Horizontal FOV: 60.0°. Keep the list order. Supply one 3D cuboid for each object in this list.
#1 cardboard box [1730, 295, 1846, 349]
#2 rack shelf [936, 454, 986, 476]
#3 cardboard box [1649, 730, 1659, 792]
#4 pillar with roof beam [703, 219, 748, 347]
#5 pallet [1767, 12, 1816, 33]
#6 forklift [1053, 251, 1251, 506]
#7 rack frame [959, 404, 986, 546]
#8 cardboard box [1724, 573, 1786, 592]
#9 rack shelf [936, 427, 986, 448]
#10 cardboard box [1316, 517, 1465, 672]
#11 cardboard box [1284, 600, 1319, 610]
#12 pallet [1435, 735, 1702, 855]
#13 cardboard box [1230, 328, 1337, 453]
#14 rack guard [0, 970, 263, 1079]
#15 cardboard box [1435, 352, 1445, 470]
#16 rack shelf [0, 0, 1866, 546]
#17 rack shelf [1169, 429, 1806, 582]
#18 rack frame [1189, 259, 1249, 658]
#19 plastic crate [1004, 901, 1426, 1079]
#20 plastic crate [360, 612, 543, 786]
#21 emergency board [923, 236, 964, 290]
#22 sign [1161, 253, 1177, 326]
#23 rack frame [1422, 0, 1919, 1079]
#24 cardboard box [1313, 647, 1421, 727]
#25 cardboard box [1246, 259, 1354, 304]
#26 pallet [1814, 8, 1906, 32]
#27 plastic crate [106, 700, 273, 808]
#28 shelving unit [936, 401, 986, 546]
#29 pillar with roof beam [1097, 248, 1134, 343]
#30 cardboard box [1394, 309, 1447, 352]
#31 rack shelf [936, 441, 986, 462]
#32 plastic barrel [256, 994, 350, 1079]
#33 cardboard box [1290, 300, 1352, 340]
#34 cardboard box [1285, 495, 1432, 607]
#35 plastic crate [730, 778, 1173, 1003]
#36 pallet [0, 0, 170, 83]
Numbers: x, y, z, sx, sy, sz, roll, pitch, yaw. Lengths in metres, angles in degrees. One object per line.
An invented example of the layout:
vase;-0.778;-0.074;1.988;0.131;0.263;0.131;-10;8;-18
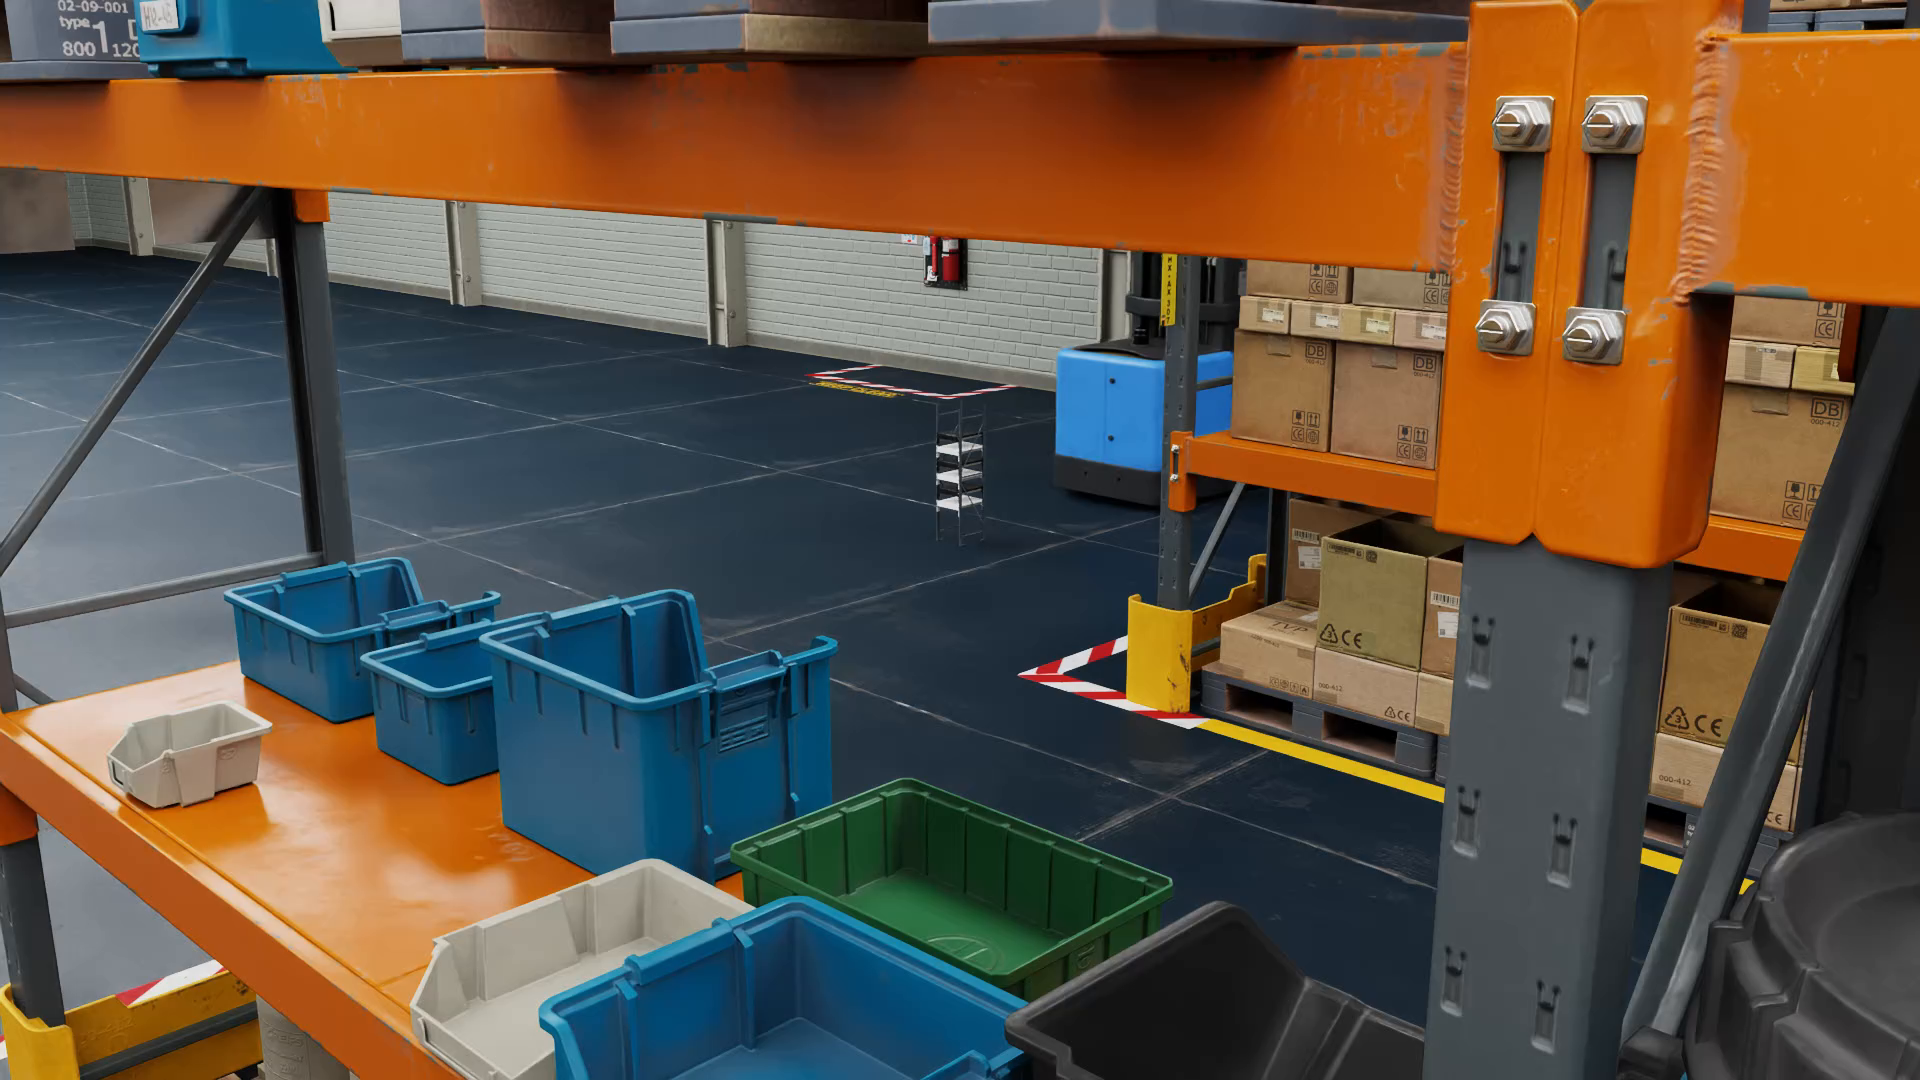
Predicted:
cardboard box;3.150;-0.990;6.009;0.500;0.500;0.700;14;20;42
rack shelf;0.006;-0.489;10.799;0.200;0.077;0.258;14;20;42
cardboard box;2.630;0.764;6.673;0.500;0.250;0.500;14;20;42
pillar with roof beam;-5.767;-5.917;15.794;0.400;9.000;9.100;14;20;42
pallet;2.693;-1.828;6.224;1.213;0.211;1.003;14;20;42
forklift;2.070;-1.935;12.547;1.130;2.935;3.031;14;20;42
rack frame;0.079;-0.416;10.745;0.006;0.900;0.240;14;20;42
cardboard box;3.362;0.391;6.617;0.500;0.500;0.500;14;20;42
rack shelf;0.006;-0.663;10.753;0.200;0.077;0.258;14;20;42
cardboard box;1.912;0.225;7.253;0.500;0.500;0.500;14;20;42
cardboard box;1.911;0.407;8.043;0.500;0.250;0.500;14;20;42
pallet;2.773;0.928;6.951;1.213;0.211;1.003;14;20;42
cardboard box;1.647;-0.725;7.568;0.500;0.500;0.700;14;20;42
rack guard;-2.034;1.352;4.752;0.348;0.500;1.175;14;20;42
cardboard box;2.381;-0.546;6.881;0.500;0.500;0.700;14;20;43
rack shelf;-0.682;-0.616;2.824;4.000;0.370;1.077;14;20;42
rack shelf;2.759;-0.063;6.651;4.000;0.370;1.077;14;20;42
rack frame;1.322;-0.761;7.906;0.053;2.616;0.949;14;20;42
plastic crate;0.470;0.753;2.217;0.504;0.338;0.767;14;20;42
plastic crate;-1.090;0.357;3.906;0.408;0.251;0.499;14;20;42
emergency board;-0.216;-3.192;17.232;0.585;1.158;0.155;14;20;42
sign;0.930;-1.118;7.402;0.005;0.325;0.100;14;20;42
rack frame;0.756;0.838;1.766;0.053;2.616;0.949;14;20;42
cardboard box;1.914;0.588;7.349;0.500;0.250;0.500;14;20;42
cardboard box;1.685;-1.344;7.369;0.500;0.500;0.700;14;20;42
pallet;3.567;-1.614;5.404;1.213;0.211;1.003;14;20;42
plastic crate;-1.701;0.480;3.663;0.250;0.136;0.298;14;20;42
shelving unit;0.006;-0.434;10.813;0.210;0.900;0.258;14;20;42
pillar with roof beam;-1.448;-4.867;11.764;0.400;9.000;9.100;14;20;42
cardboard box;2.003;-0.881;6.880;0.250;0.149;0.380;13;20;41
rack shelf;0.006;-0.576;10.776;0.200;0.077;0.258;14;20;42
plastic barrel;-1.595;1.240;4.327;0.421;0.512;0.421;0;15;0
cardboard box;1.644;-0.970;7.220;0.250;0.149;0.380;13;19;41
cardboard box;1.912;0.043;7.950;0.500;0.500;0.500;14;20;42
plastic crate;-0.023;0.651;2.904;0.662;0.188;0.450;14;20;42
pallet;-1.594;-1.060;3.477;1.213;0.211;1.003;14;20;42
